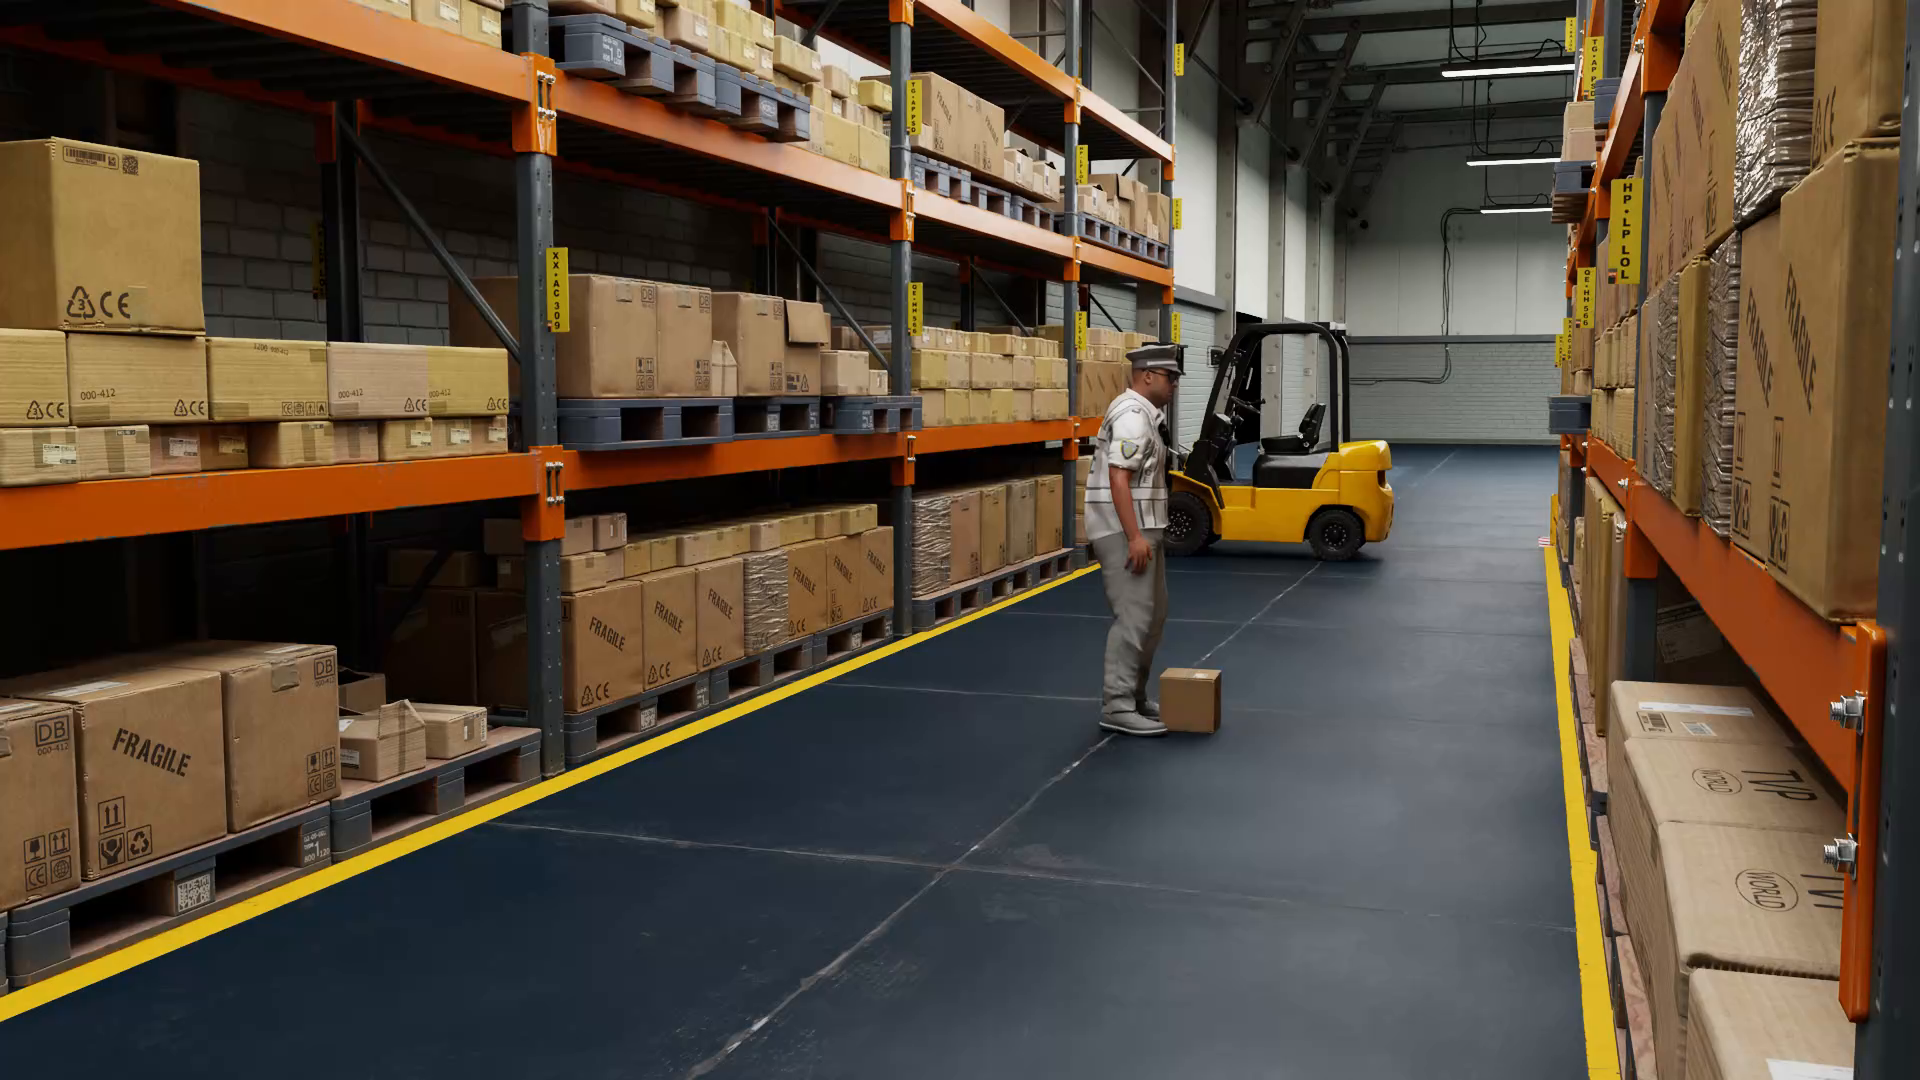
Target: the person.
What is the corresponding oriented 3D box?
[{"bbox_3d":[0.796,-0.019,7.657,0.430,1.749,0.606,1,5,15],"label":"person"}]
